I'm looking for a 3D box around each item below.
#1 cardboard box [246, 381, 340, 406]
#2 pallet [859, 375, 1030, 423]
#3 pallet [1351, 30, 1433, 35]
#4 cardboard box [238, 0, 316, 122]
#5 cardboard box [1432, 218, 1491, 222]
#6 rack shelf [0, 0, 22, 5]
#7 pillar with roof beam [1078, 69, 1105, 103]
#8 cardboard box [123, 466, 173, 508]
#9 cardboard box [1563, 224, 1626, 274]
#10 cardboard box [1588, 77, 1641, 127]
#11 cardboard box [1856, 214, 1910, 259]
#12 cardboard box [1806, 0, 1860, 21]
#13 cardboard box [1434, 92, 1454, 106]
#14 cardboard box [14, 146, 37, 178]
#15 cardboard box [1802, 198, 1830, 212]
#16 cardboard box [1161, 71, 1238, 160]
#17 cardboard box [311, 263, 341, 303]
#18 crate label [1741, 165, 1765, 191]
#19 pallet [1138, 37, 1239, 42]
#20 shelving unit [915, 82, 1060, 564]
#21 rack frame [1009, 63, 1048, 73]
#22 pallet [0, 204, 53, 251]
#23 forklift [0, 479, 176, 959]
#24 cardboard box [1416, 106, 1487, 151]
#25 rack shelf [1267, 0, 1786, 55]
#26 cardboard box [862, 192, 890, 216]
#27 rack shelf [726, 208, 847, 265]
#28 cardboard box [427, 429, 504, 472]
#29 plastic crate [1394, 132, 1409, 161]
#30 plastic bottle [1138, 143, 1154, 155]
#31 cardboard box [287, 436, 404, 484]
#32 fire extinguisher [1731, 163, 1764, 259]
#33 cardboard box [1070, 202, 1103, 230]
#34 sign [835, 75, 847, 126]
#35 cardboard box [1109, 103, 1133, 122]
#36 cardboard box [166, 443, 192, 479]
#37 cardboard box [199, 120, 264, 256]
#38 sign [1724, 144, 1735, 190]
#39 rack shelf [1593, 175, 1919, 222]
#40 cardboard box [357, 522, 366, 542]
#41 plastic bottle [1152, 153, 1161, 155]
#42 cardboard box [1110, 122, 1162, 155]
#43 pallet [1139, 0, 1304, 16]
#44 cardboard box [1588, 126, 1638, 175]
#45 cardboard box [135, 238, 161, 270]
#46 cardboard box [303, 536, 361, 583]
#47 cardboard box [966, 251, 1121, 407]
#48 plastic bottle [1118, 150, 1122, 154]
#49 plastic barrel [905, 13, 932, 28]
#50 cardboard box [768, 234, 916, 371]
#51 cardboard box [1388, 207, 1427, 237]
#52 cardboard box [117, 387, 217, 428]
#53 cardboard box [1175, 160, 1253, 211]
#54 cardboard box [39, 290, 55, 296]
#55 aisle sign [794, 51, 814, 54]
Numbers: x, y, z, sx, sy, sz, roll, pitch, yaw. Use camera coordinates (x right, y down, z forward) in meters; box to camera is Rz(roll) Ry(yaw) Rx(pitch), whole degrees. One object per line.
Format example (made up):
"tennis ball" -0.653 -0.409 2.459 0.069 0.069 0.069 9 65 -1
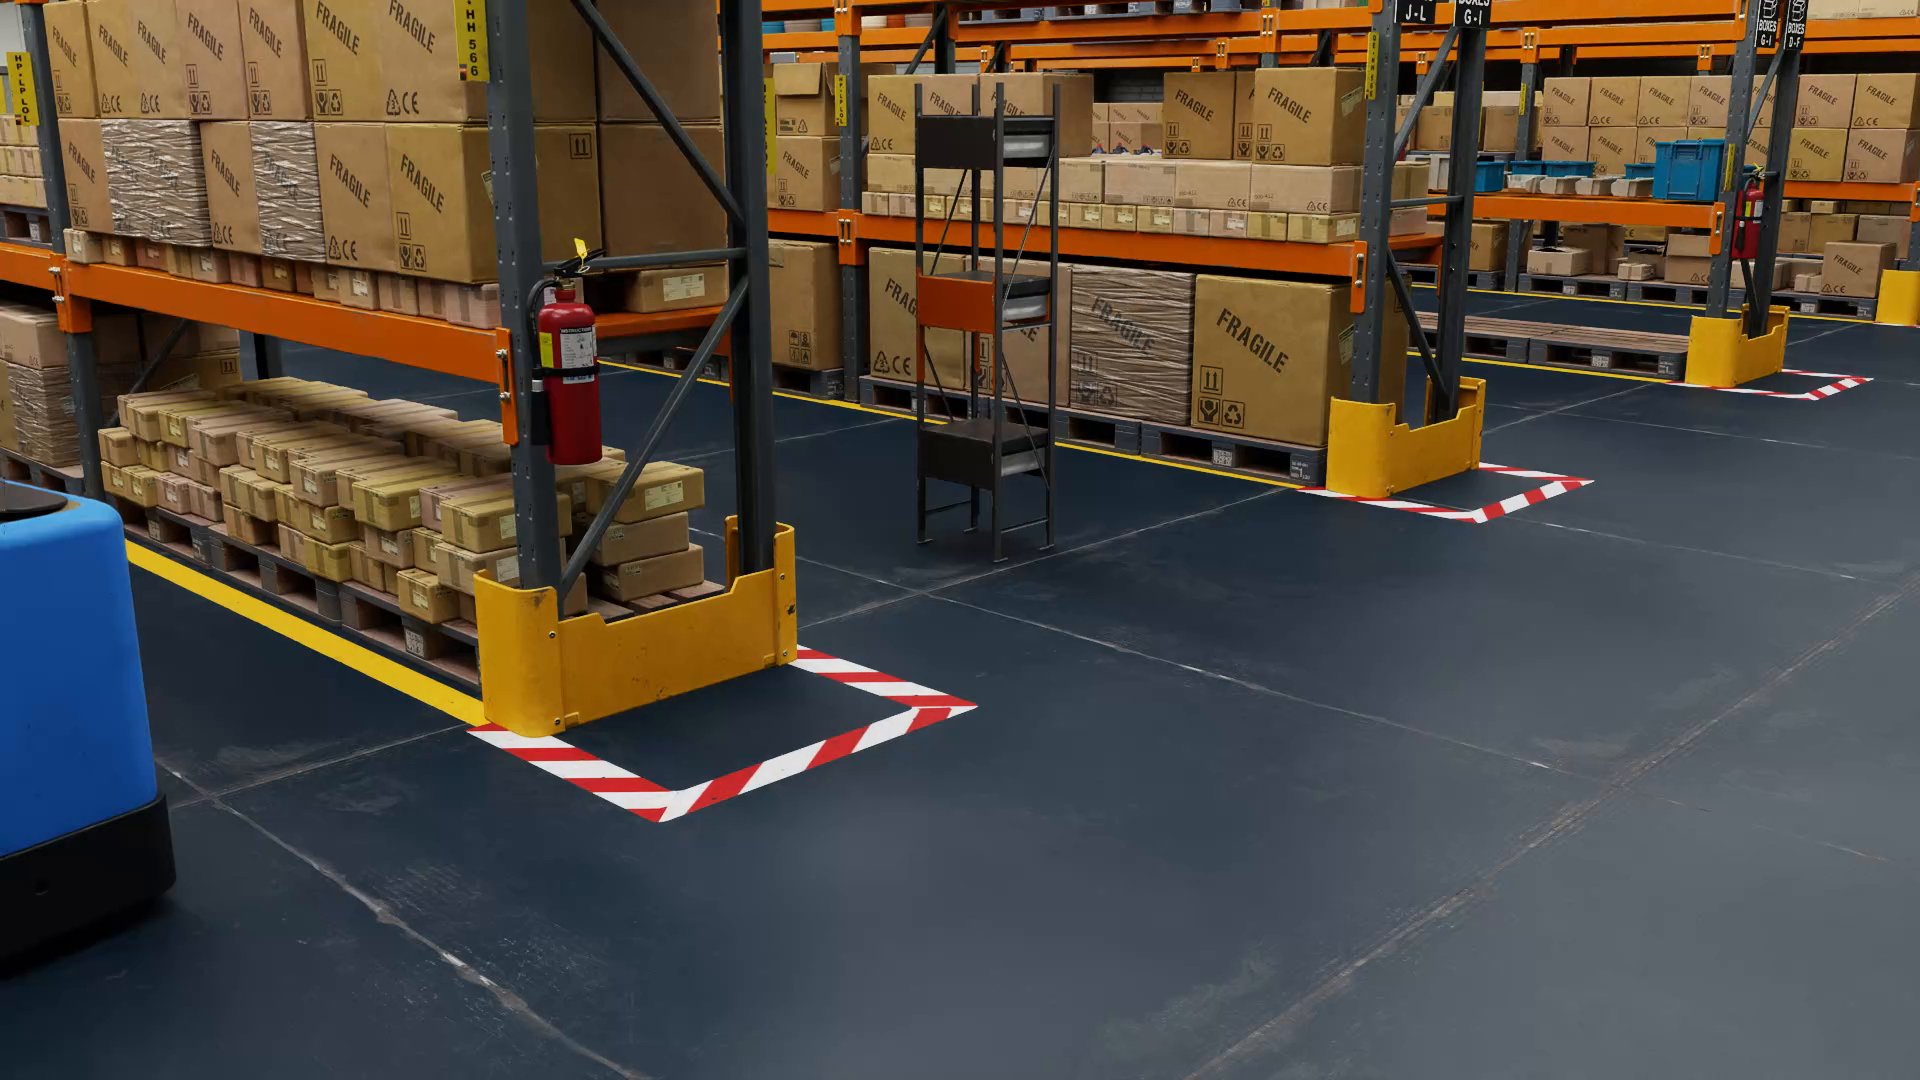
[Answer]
"cardboard box" -3.288 -0.678 8.228 0.250 0.149 0.380 14 20 43
"pallet" 0.072 -1.005 11.371 1.213 0.211 1.003 14 20 42
"pallet" 5.288 -5.968 19.310 1.003 0.211 1.213 14 20 42
"cardboard box" -2.305 -1.808 6.152 0.500 0.500 0.500 -13 20 -41
"cardboard box" 5.887 -3.523 19.588 0.500 0.500 0.500 14 20 43
"rack shelf" -5.376 -3.073 9.254 4.000 0.370 1.077 14 20 42
"pillar with roof beam" -0.629 -9.455 26.374 0.400 9.000 9.100 14 20 42
"cardboard box" -3.706 -0.274 7.857 0.380 0.149 0.250 -14 20 -43
"cardboard box" 7.065 -3.254 18.558 0.500 0.500 0.500 14 20 42
"cardboard box" 6.973 -4.608 17.486 0.500 0.500 0.500 13 19 40
"cardboard box" 11.477 -3.773 20.586 0.500 0.500 0.700 13 19 40
"cardboard box" 8.432 -5.110 15.942 0.500 0.250 0.500 14 20 42
"cardboard box" 7.182 -6.333 23.972 0.500 0.250 0.500 -14 20 -43
"cardboard box" -4.551 -1.925 8.445 0.250 0.149 0.380 14 20 43
"cardboard box" 10.965 -4.281 21.250 0.250 0.149 0.380 13 19 40
"cardboard box" 1.563 -2.546 9.975 0.500 0.500 0.500 13 19 41
"cardboard box" -2.201 -0.987 6.269 0.250 0.149 0.380 13 19 40
"crate label" 5.947 -2.752 12.757 0.303 0.233 0.416 14 20 42
"pallet" 3.027 -6.462 21.209 1.213 0.211 1.003 -13 20 -42
"shelving unit" 0.119 -0.987 7.556 0.503 2.100 0.431 14 20 42
"rack frame" 1.255 -7.299 29.997 0.127 3.000 1.000 14 20 42
"pallet" -4.386 -1.687 8.837 1.213 0.211 1.003 14 20 42
"forklift" -3.526 -0.571 4.309 3.031 2.935 1.130 9 17 32
"cardboard box" 5.733 -4.783 19.310 0.700 0.500 0.500 -11 18 -35
"rack shelf" 4.456 -4.154 13.405 4.000 0.370 1.077 14 20 42
"cardboard box" -0.439 -2.268 11.186 0.250 0.149 0.380 14 20 42
"rack shelf" -1.861 -2.504 13.019 4.000 0.370 1.077 14 20 42
"cardboard box" -2.002 -0.357 6.993 0.380 0.149 0.250 -14 20 -42
"plastic crate" 3.485 -3.259 14.245 0.583 0.464 0.402 14 20 42
"plastic bottle" 1.862 -3.793 16.637 0.185 0.351 0.144 14 20 42
"cardboard box" -2.517 -0.314 6.830 0.250 0.149 0.380 13 19 40
"fire extinguisher" 5.689 -2.374 11.988 0.183 0.674 0.296 14 20 42
"cardboard box" 0.873 -1.950 9.967 0.380 0.149 0.250 -14 20 -43
"sign" -0.791 -2.924 11.065 0.005 0.325 0.100 14 20 42
"cardboard box" 2.861 -7.102 28.011 0.500 0.500 0.500 13 19 41
"cardboard box" -3.453 -0.401 7.754 0.250 0.149 0.380 14 20 42
"cardboard box" -2.650 -1.411 6.609 0.500 0.500 0.500 -13 20 -41
"sign" 5.526 -2.677 11.934 0.005 0.325 0.100 14 20 42
"rack shelf" 7.897 -3.601 17.231 4.000 0.370 1.077 14 20 42
"cardboard box" -2.132 -0.084 6.536 0.250 0.149 0.380 13 20 42
"plastic bottle" 1.883 -3.503 15.675 0.135 0.276 0.152 14 20 42
"cardboard box" 2.359 -5.338 22.273 0.500 0.500 0.500 12 19 39
"pallet" 2.385 -4.881 15.140 1.003 0.211 1.213 14 20 42
"cardboard box" 7.006 -4.120 17.597 0.500 0.500 0.500 14 20 43
"cardboard box" -3.494 -1.320 7.547 0.250 0.149 0.380 13 19 40
"cardboard box" -2.381 0.040 6.650 0.250 0.149 0.380 13 19 40
"cardboard box" 0.646 -1.389 10.697 0.875 0.875 0.875 14 20 42
"plastic bottle" 1.580 -3.793 16.770 0.133 0.283 0.061 14 20 42
"plastic barrel" -0.303 -5.978 17.984 0.600 0.901 0.600 0 15 0
"cardboard box" -0.896 -1.785 12.216 0.875 0.875 1.225 14 20 42
"cardboard box" 2.432 -1.802 9.398 0.250 0.149 0.380 14 20 43
"cardboard box" -3.832 -0.633 8.054 0.380 0.149 0.250 -14 20 -42
"cardboard box" 1.561 -1.999 9.362 0.500 0.250 0.500 13 20 41
"cardboard box" -5.034 -1.336 9.747 0.500 0.250 0.500 -14 20 -42
"aisle sign" -2.441 -7.613 26.047 0.004 0.787 0.394 14 20 42
